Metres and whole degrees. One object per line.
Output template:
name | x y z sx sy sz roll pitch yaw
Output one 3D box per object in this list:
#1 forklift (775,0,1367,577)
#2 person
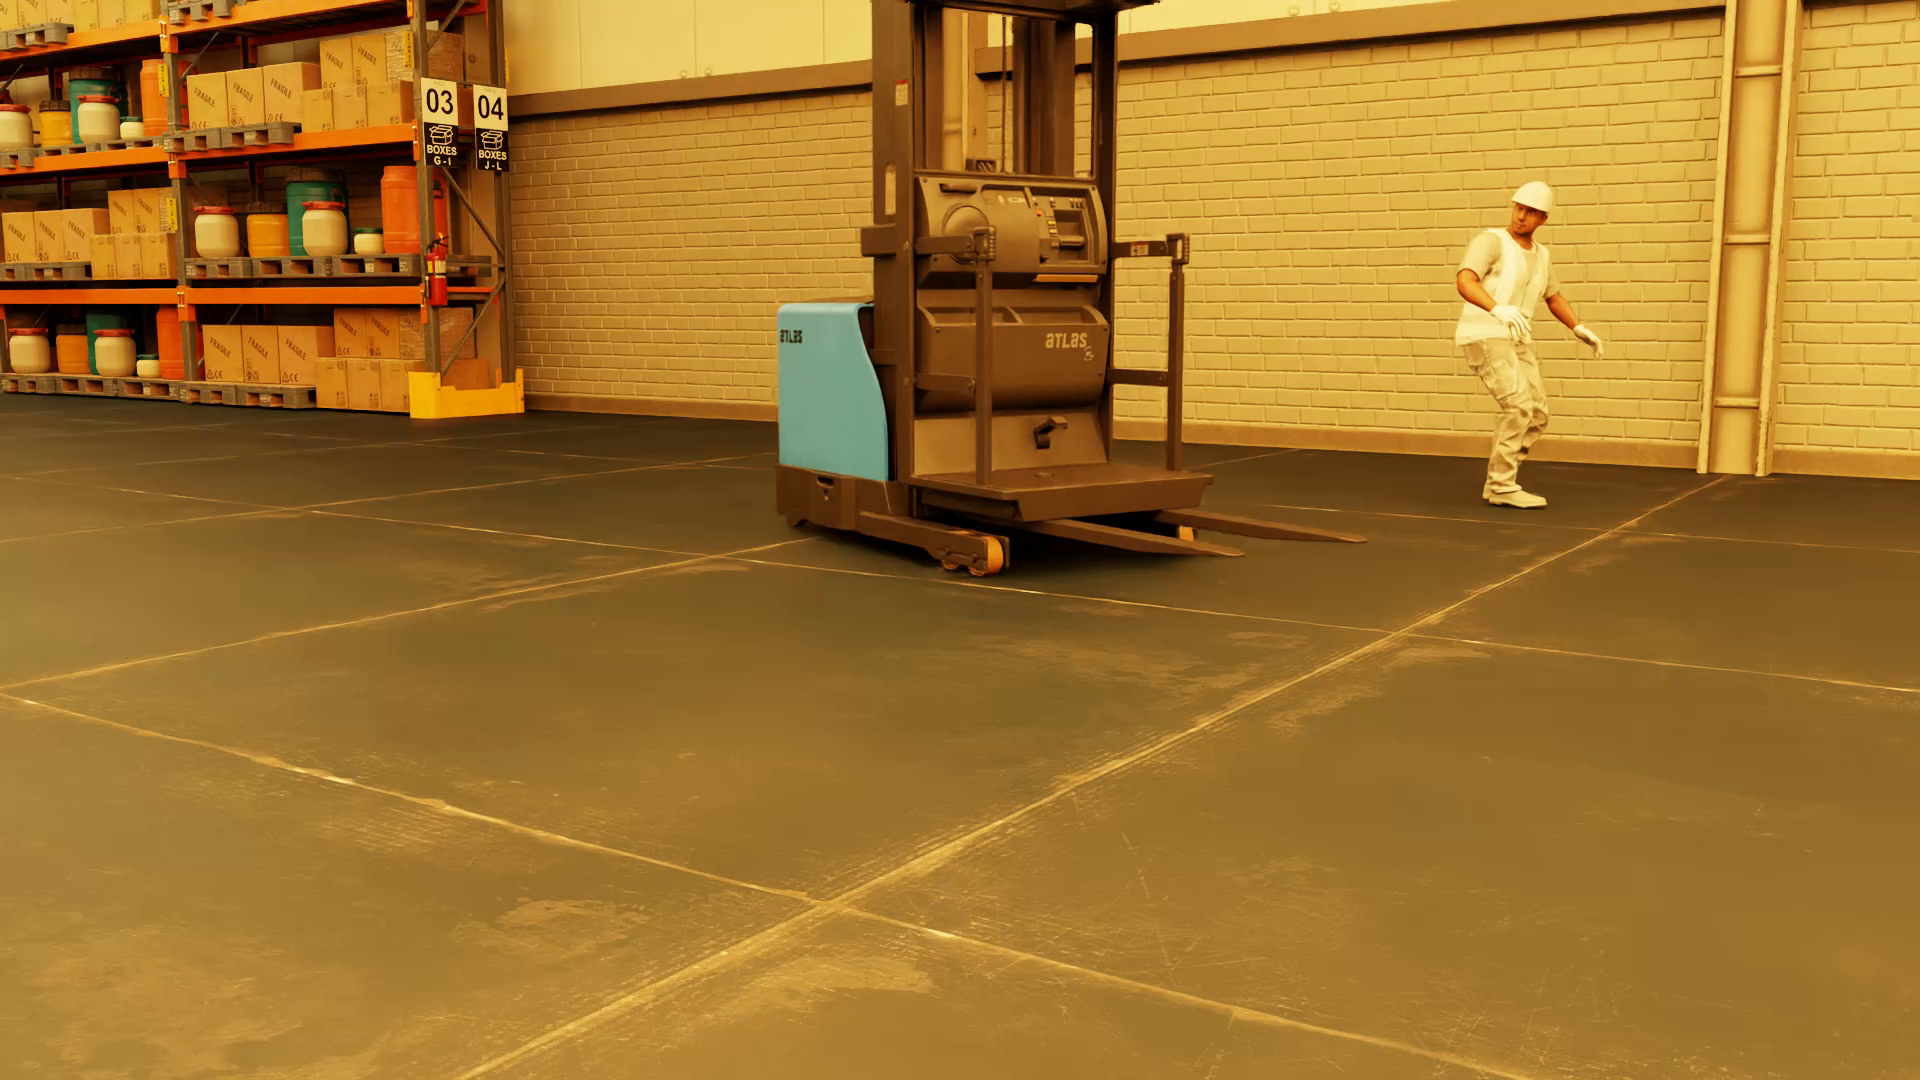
forklift | 0.355 -1.380 6.899 1.130 2.935 3.031 -5 10 -34
person | 2.989 -1.027 8.847 0.808 1.723 0.592 -7 11 -40
